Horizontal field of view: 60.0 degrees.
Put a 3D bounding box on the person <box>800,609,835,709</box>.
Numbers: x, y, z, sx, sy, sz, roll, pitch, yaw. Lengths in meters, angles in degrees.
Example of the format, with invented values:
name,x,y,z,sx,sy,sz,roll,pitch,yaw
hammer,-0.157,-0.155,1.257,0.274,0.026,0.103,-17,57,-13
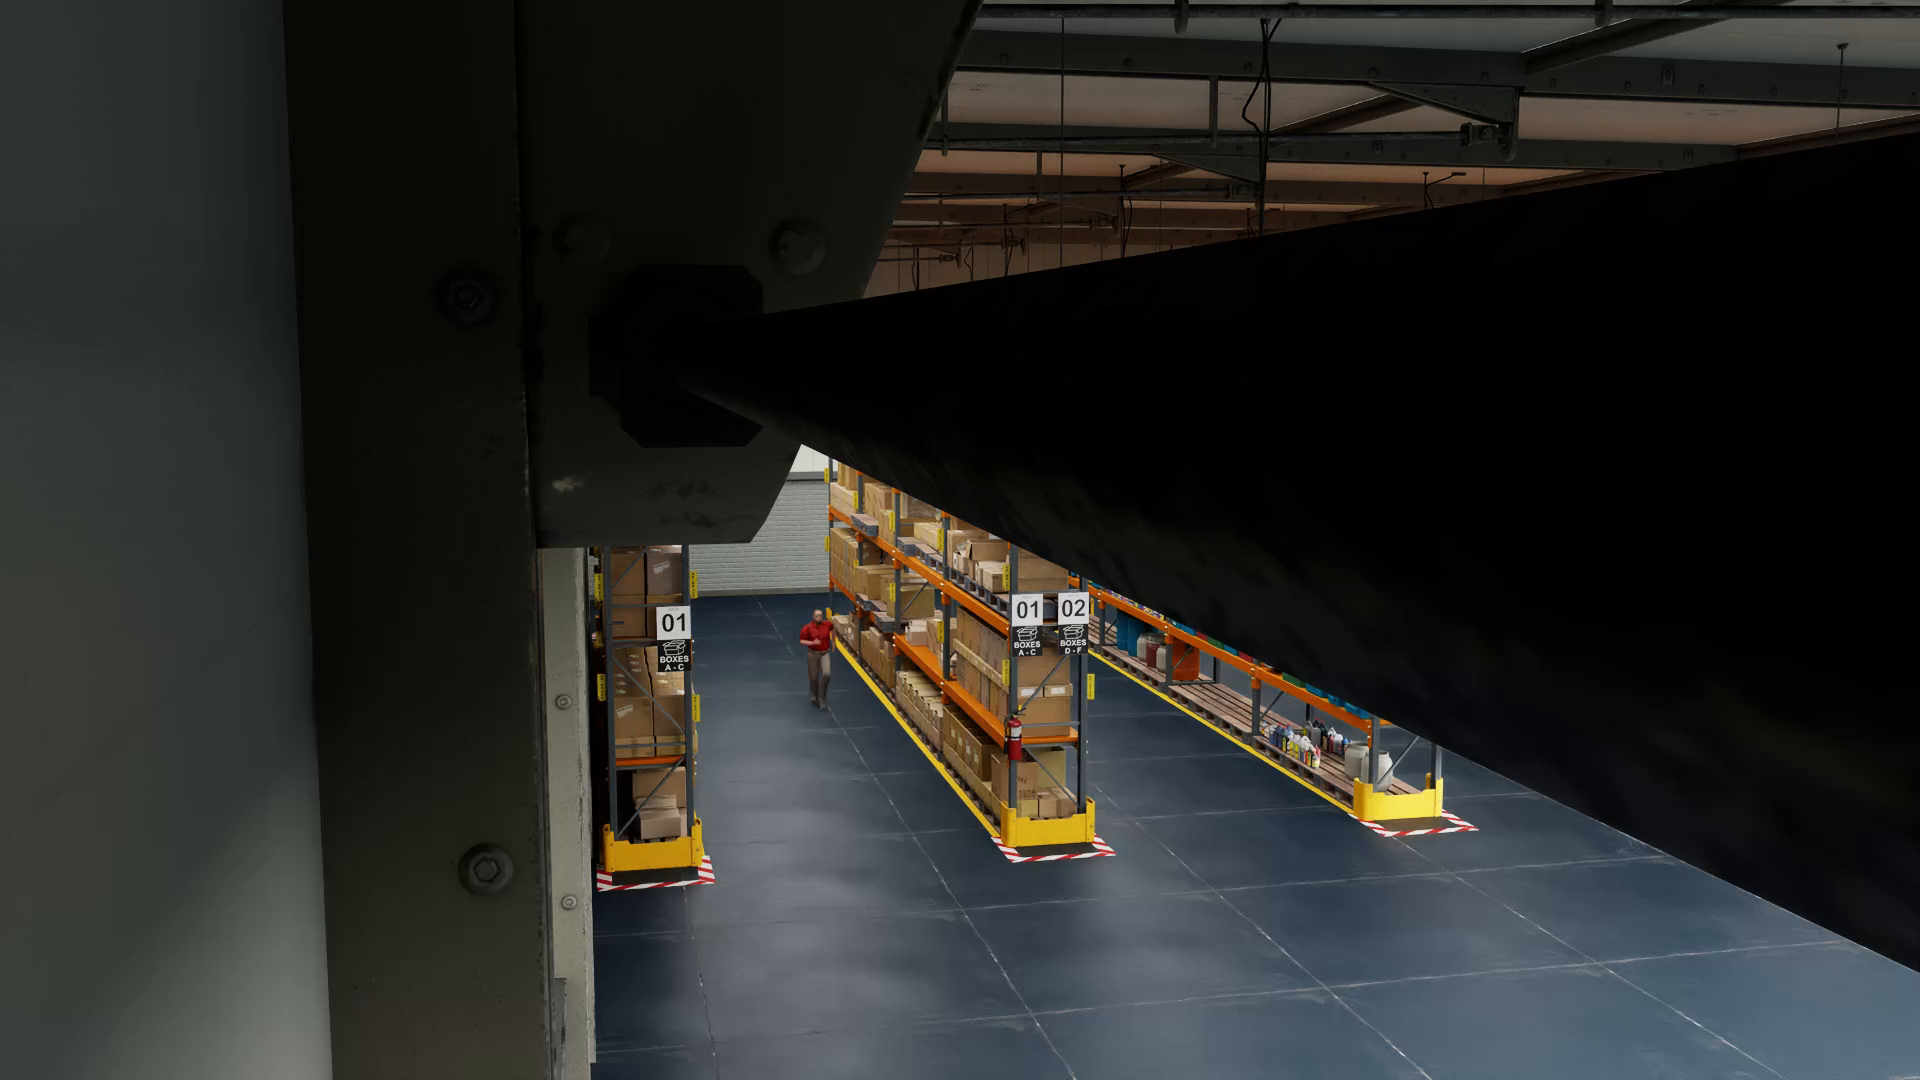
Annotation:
name,x,y,z,sx,sy,sz,roll,pitch,yaw
person,-2.465,2.060,28.951,0.688,1.757,0.857,-2,7,-17
